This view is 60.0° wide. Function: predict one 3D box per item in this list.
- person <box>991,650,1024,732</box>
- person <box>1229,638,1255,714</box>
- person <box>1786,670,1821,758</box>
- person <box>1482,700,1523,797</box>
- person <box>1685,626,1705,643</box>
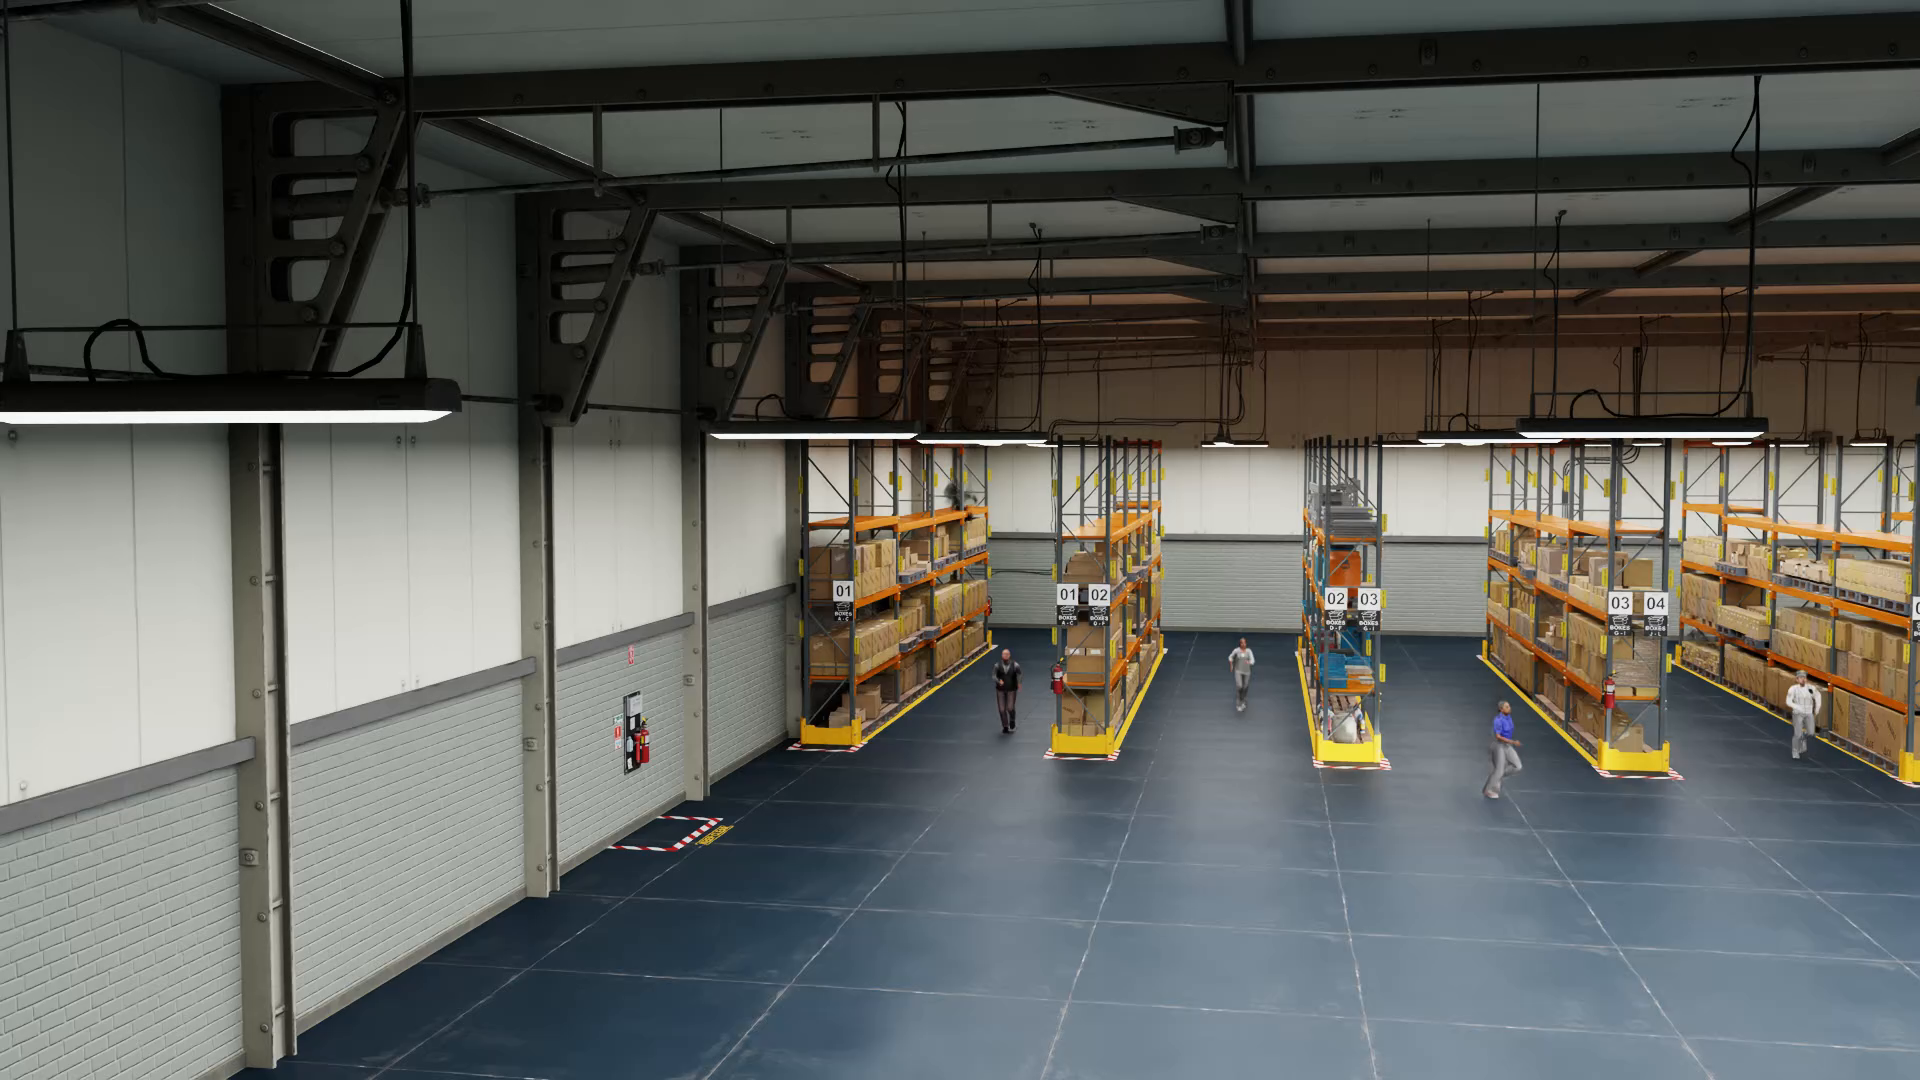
[{"bbox_3d":[0.945,3.059,33.577,0.645,1.679,0.592,0,3,6],"label":"person"},{"bbox_3d":[6.171,2.954,36.365,0.510,1.648,0.724,0,3,0],"label":"person"},{"bbox_3d":[15.636,3.231,30.804,0.639,1.658,0.679,1,3,14],"label":"person"},{"bbox_3d":[8.963,3.435,27.355,0.600,1.610,0.698,-3,4,-42],"label":"person"},{"bbox_3d":[20.314,2.415,45.692,0.675,1.720,0.838,1,3,22],"label":"person"}]
